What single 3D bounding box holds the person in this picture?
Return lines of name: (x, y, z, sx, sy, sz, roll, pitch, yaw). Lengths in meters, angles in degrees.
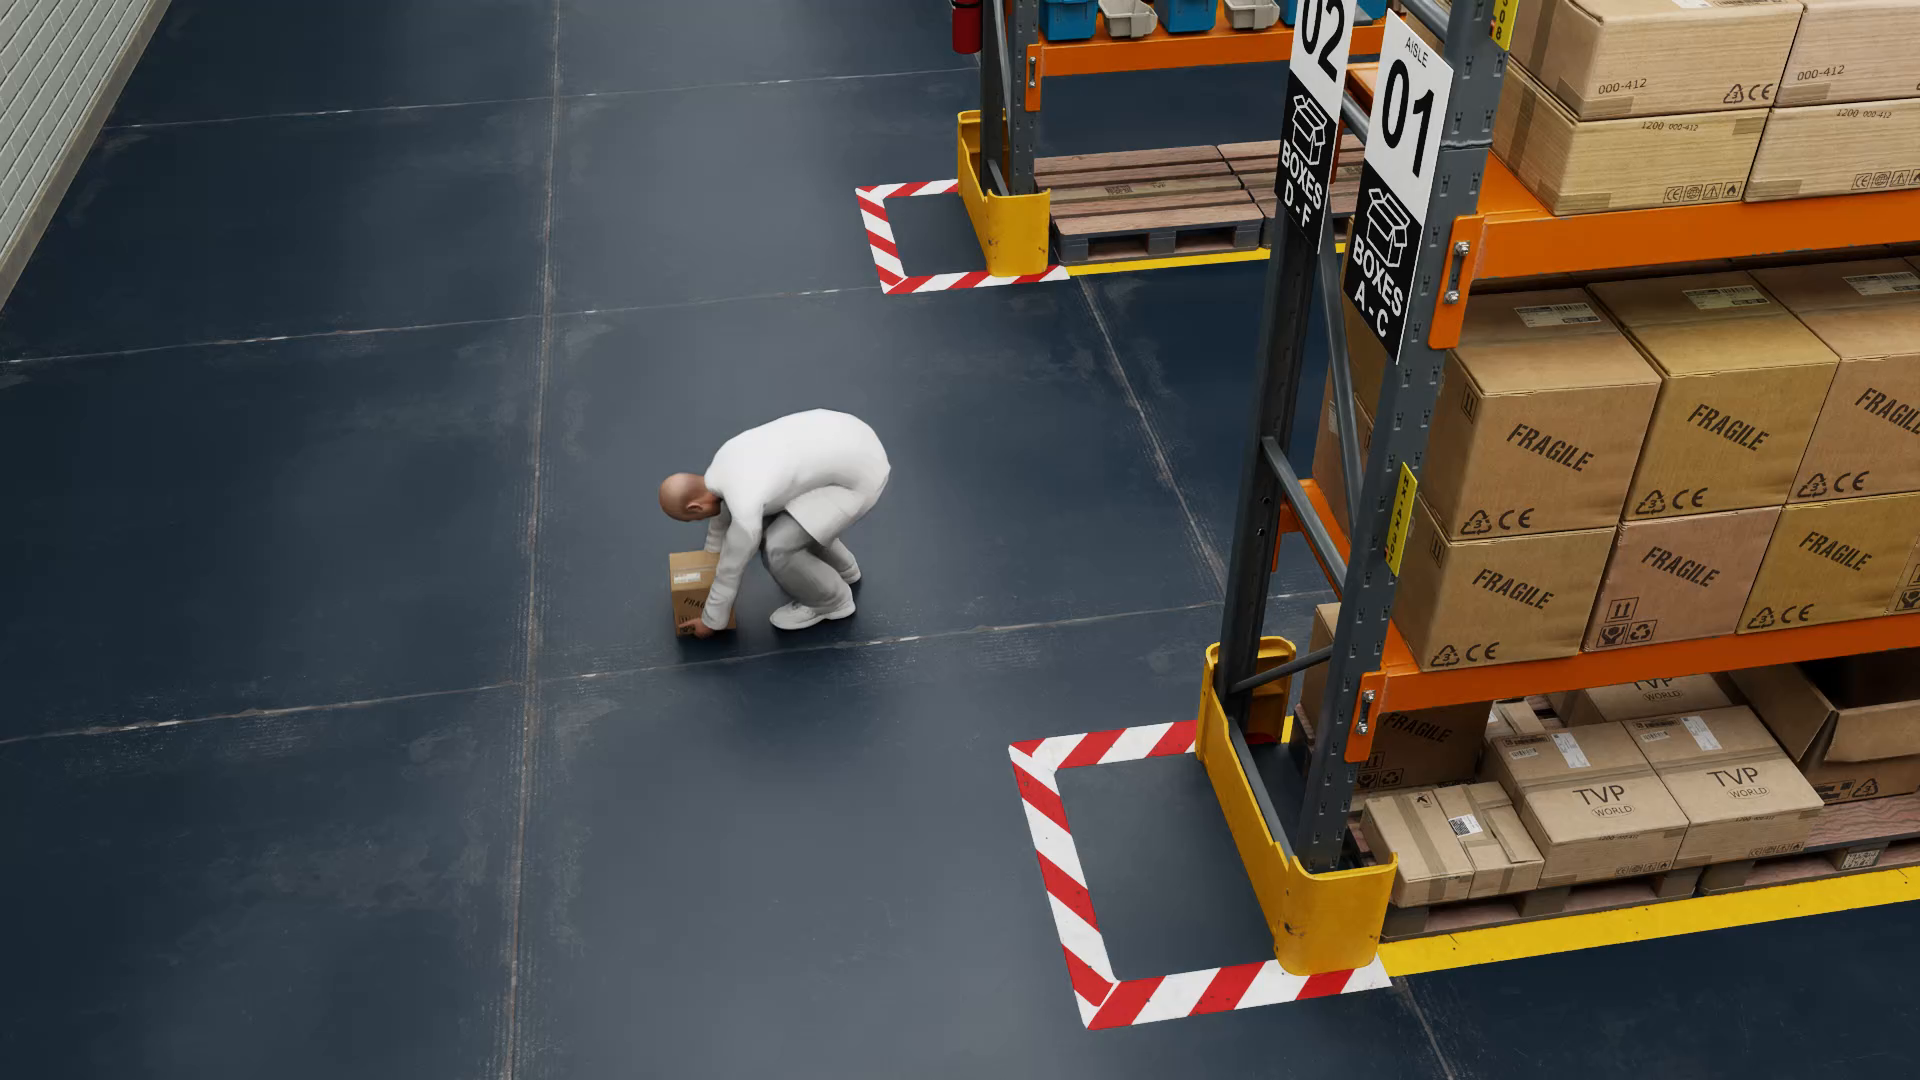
person: (-0.760, -0.077, 6.961, 0.948, 0.934, 0.587, -8, 39, -10)
